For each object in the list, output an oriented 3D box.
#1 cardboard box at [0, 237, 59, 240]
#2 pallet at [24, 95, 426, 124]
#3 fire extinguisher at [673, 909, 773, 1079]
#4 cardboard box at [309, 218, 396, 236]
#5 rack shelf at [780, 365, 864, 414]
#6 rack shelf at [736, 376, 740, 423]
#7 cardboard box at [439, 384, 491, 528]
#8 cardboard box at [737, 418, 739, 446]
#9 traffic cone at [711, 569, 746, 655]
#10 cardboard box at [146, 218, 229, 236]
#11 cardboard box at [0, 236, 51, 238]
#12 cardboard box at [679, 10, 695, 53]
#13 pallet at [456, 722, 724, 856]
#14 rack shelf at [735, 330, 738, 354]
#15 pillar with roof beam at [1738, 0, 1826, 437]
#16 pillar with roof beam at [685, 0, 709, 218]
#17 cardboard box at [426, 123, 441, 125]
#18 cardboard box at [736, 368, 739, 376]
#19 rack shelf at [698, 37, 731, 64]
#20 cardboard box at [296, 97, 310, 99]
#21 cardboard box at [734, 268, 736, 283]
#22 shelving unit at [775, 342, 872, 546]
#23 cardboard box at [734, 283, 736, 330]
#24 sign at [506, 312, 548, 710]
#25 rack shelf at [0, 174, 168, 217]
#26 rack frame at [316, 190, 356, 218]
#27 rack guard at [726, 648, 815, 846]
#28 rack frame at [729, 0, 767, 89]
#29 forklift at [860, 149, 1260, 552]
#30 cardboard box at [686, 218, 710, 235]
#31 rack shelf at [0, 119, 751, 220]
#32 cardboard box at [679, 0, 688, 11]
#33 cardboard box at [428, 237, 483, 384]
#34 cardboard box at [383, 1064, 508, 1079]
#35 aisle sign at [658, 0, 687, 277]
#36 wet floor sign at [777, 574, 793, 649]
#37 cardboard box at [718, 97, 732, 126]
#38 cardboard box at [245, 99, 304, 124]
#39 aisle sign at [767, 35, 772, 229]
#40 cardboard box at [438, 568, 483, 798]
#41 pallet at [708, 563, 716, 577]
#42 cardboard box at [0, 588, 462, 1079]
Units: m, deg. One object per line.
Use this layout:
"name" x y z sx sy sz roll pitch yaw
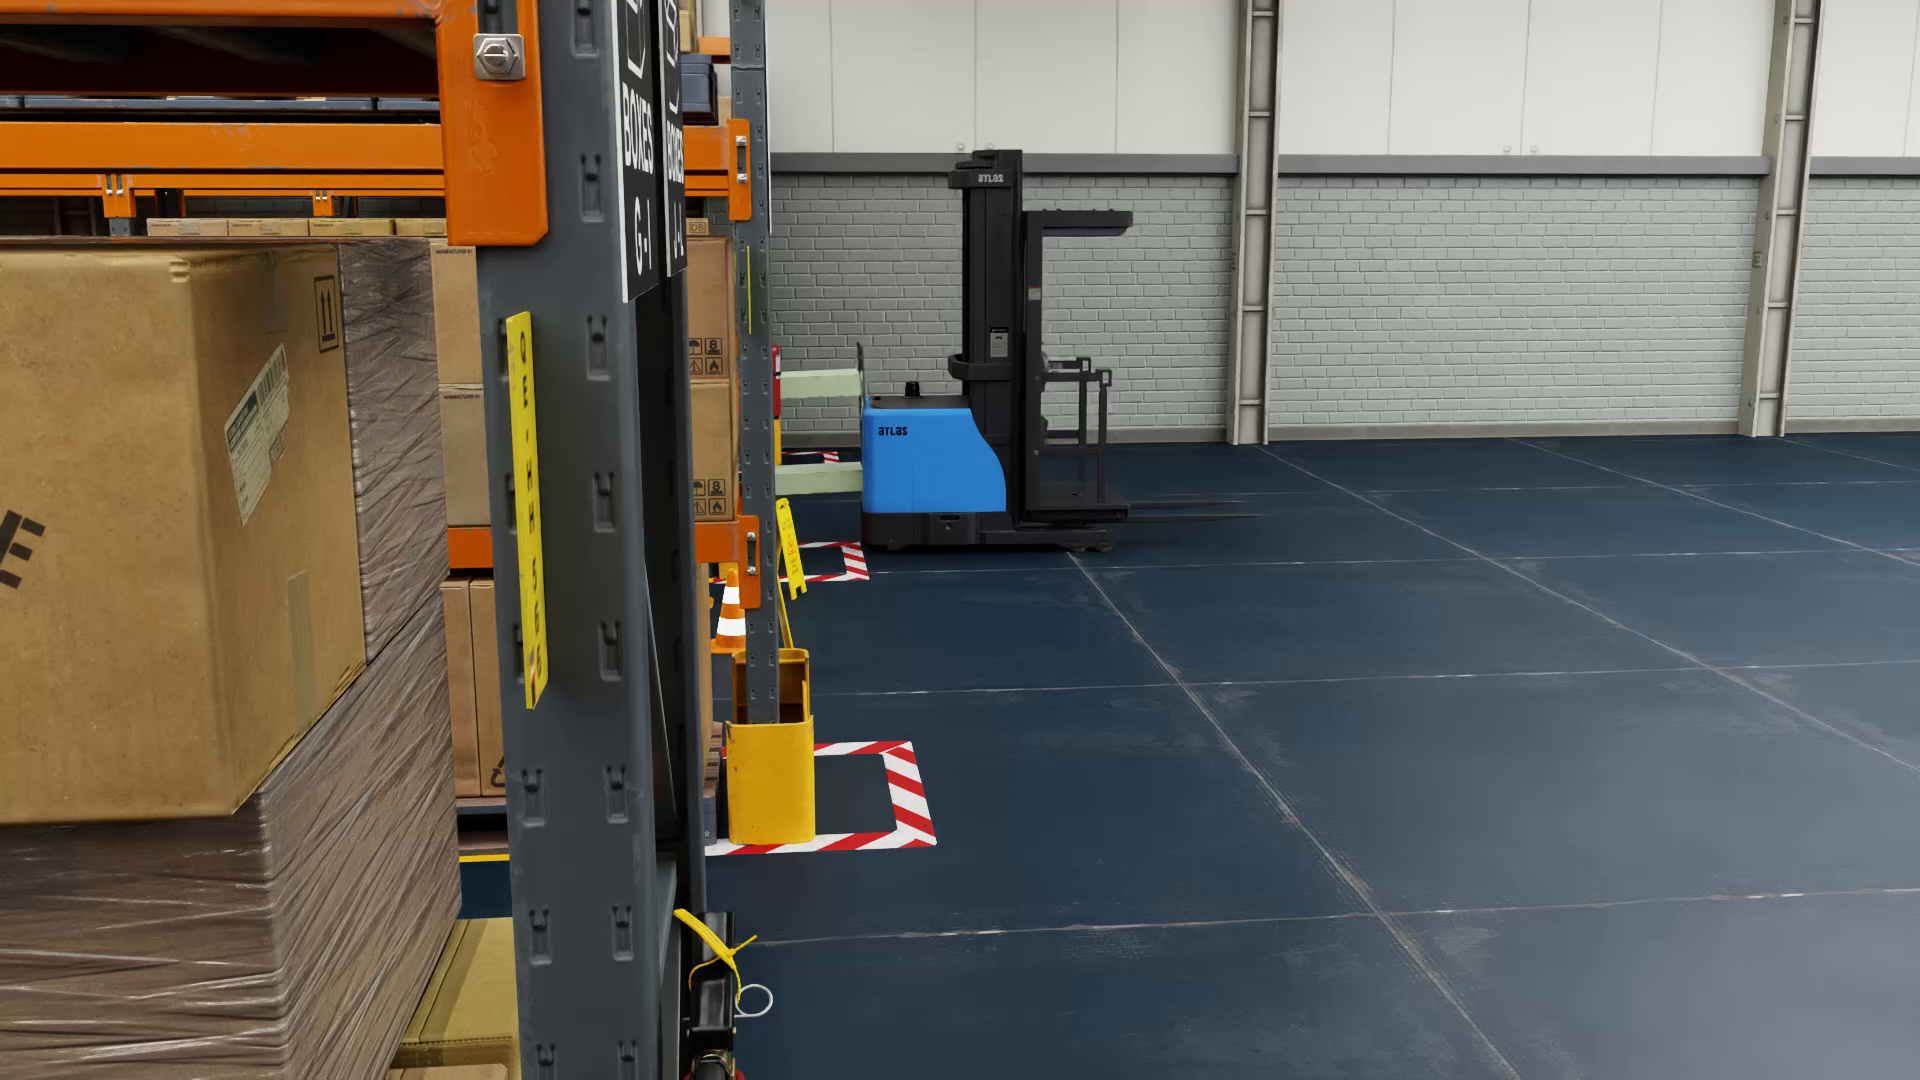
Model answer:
"cardboard box" -1.478 -0.127 2.117 0.500 0.500 0.500 -1 11 -6
"pallet" -2.792 -1.748 6.437 1.213 0.211 1.003 -1 11 -6
"fire extinguisher" -0.241 0.714 1.660 0.183 0.674 0.296 -1 11 -6
"cardboard box" -3.978 -1.892 11.093 0.500 0.500 0.700 -1 11 -7
"rack shelf" -1.099 -1.090 12.460 0.720 0.370 0.431 -3 12 -7
"rack shelf" -3.463 -0.916 11.614 4.000 0.370 1.077 -1 11 -6
"cardboard box" -1.748 -0.405 6.762 0.550 0.550 0.875 -1 11 -6
"cardboard box" -2.447 -1.049 16.465 0.500 0.250 0.500 -1 11 -6
"traffic cone" -1.305 0.397 9.651 0.334 0.463 0.336 -1 11 -6
"cardboard box" -4.990 -1.880 11.033 0.500 0.500 0.700 -1 11 -7
"cardboard box" -3.911 -0.918 6.574 0.550 0.550 0.875 -1 11 -6
"cardboard box" -1.134 -1.895 6.258 0.250 0.149 0.380 -1 11 -6
"pallet" -1.626 1.037 7.047 1.213 0.211 1.003 -1 11 -6
"rack shelf" -4.003 -1.867 16.456 4.000 0.370 1.077 -1 11 -6
"pillar with roof beam" 9.591 -4.789 13.897 0.400 9.000 9.100 -1 11 -6
"pillar with roof beam" -2.339 -4.539 12.626 0.400 9.000 9.100 -1 11 -6
"cardboard box" -3.472 -2.759 10.969 0.500 0.250 0.500 -1 11 -6
"cardboard box" -2.438 -1.540 16.374 0.500 0.250 0.500 -1 11 -4
"rack shelf" -4.003 -4.615 15.916 4.000 0.370 1.077 -1 11 -6
"cardboard box" -4.320 -2.926 10.783 0.250 0.149 0.380 -1 11 -7
"cardboard box" -2.380 -2.672 16.743 0.250 0.149 0.380 -1 11 -8
"shelving unit" -1.087 -0.708 12.539 0.755 1.500 0.431 -3 12 -7
"cardboard box" -2.537 -2.354 16.807 0.500 0.500 0.500 -1 11 -4
"sign" -0.364 -0.026 1.404 0.005 0.325 0.100 -1 11 -6
"rack shelf" -7.440 -2.304 10.901 4.000 0.370 1.077 -1 11 -6
"rack frame" -5.991 -2.179 16.175 0.127 3.000 1.000 -1 11 -6
"rack guard" -0.816 0.863 7.183 0.348 0.500 1.175 -1 11 -6
"rack frame" -0.840 -3.307 6.360 0.127 3.000 1.000 -1 11 -6
"forklift" 0.752 -1.449 12.641 3.031 2.935 1.130 -1 11 -4
"cardboard box" -1.959 -1.943 11.355 0.500 0.500 0.700 -1 11 -7
"rack shelf" -2.828 -1.440 6.507 4.000 0.370 1.077 -1 11 -6
"cardboard box" -1.296 -2.099 6.261 0.500 0.250 0.500 -1 11 -5
"cardboard box" -1.750 -0.937 6.671 0.550 0.550 0.875 -1 11 -6
"cardboard box" -0.665 0.759 1.883 0.250 0.149 0.380 -1 11 -6
"aisle sign" -0.375 -0.744 2.138 0.004 0.787 0.394 -1 11 -6
"wet floor sign" -1.025 0.412 9.101 0.232 0.644 0.267 -3 12 -16
"cardboard box" -2.428 -3.982 15.965 0.500 0.500 0.500 -1 11 -4
"cardboard box" -4.473 -2.740 10.873 0.500 0.250 0.500 -1 11 -7
"aisle sign" -0.802 -1.698 6.988 0.004 0.787 0.394 -1 11 -6
"cardboard box" -2.381 0.519 6.872 0.875 0.875 0.875 -1 11 -7
"pallet" -2.362 0.070 11.966 1.213 0.211 1.003 -1 11 -6
"cardboard box" -0.954 0.401 2.020 0.500 0.500 0.875 -1 11 -6
